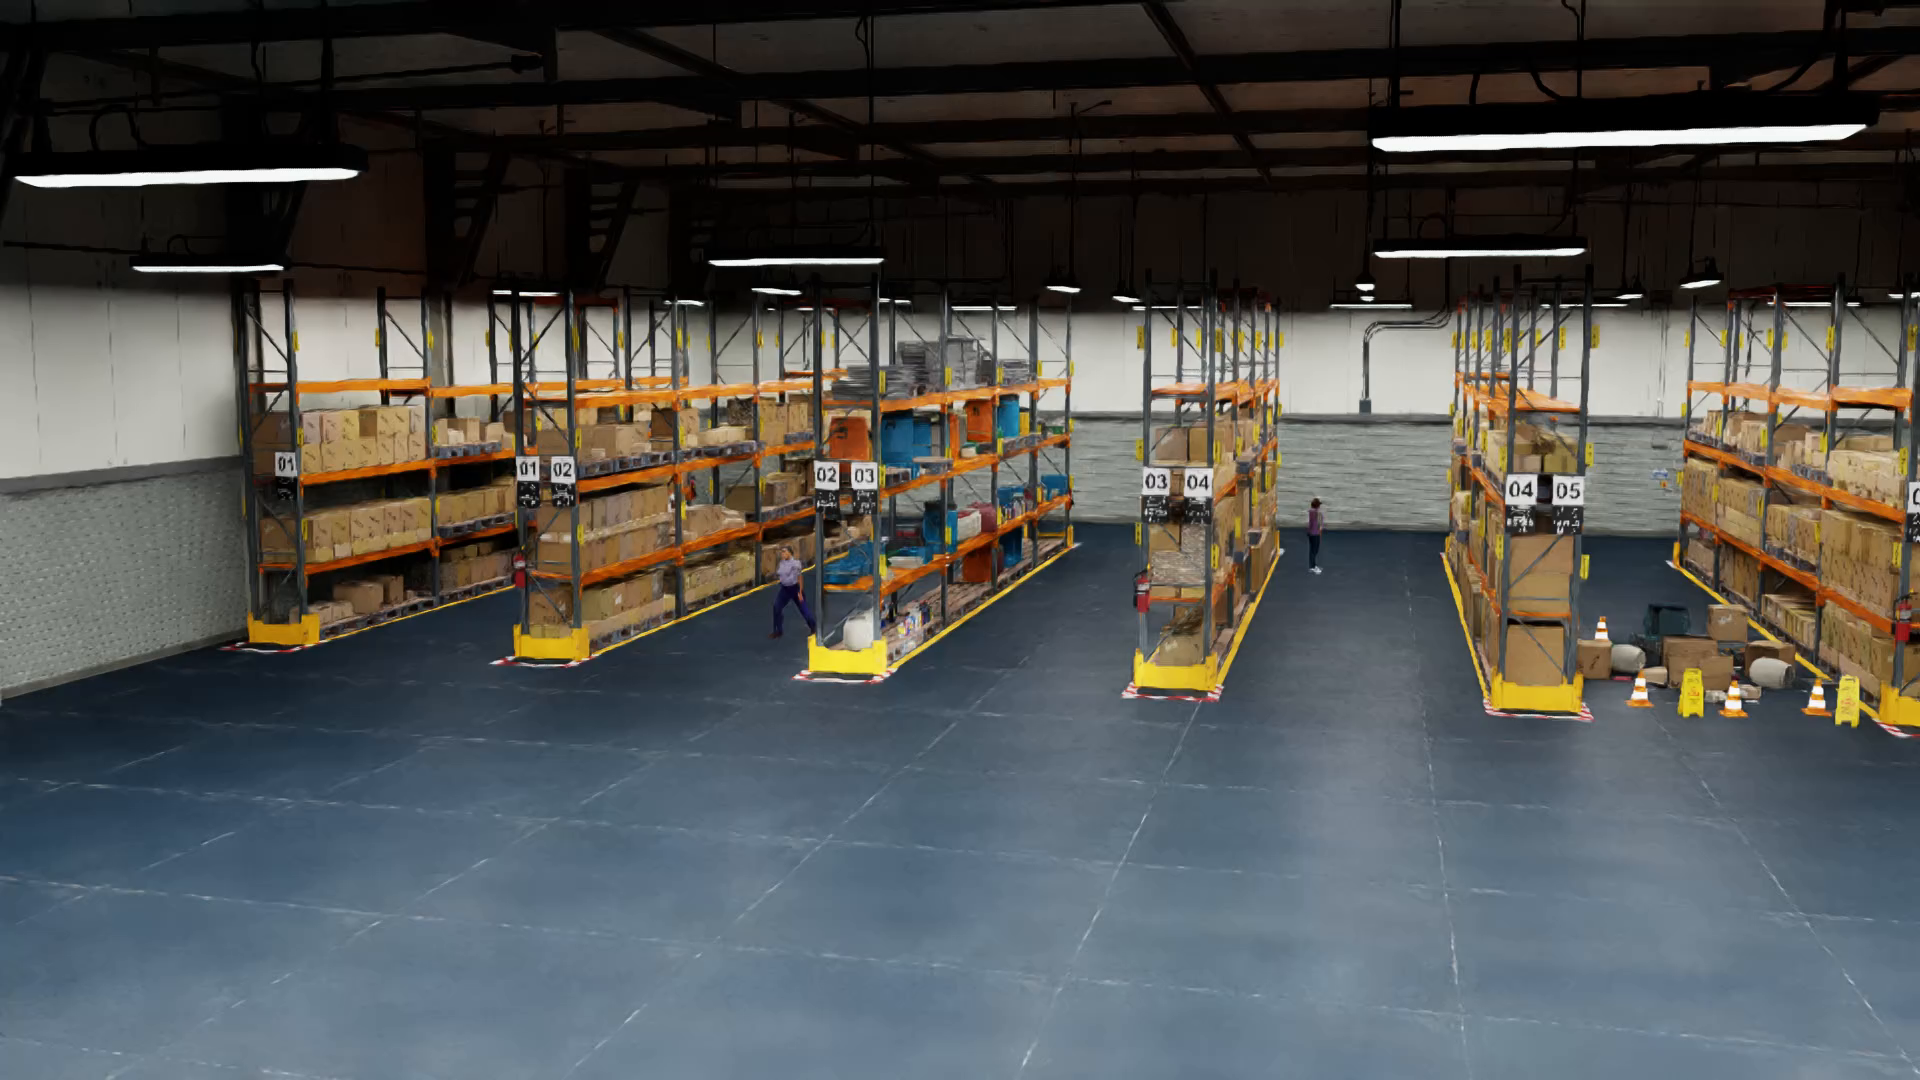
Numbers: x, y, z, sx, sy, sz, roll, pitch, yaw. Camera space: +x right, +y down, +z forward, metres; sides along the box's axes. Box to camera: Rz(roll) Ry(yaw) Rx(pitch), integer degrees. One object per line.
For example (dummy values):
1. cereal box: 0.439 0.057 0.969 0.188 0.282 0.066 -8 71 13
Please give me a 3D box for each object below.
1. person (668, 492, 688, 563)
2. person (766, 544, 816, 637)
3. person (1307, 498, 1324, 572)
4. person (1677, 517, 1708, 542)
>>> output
1. person: -6.215 -0.209 36.466 0.719 1.714 0.578 1 7 12
2. person: -2.815 0.850 28.121 0.524 1.584 0.945 5 8 35
3. person: 7.722 -0.122 36.062 0.406 1.600 0.468 -2 7 -17
4. person: 17.627 -0.592 39.969 0.625 1.607 0.808 0 7 -4
